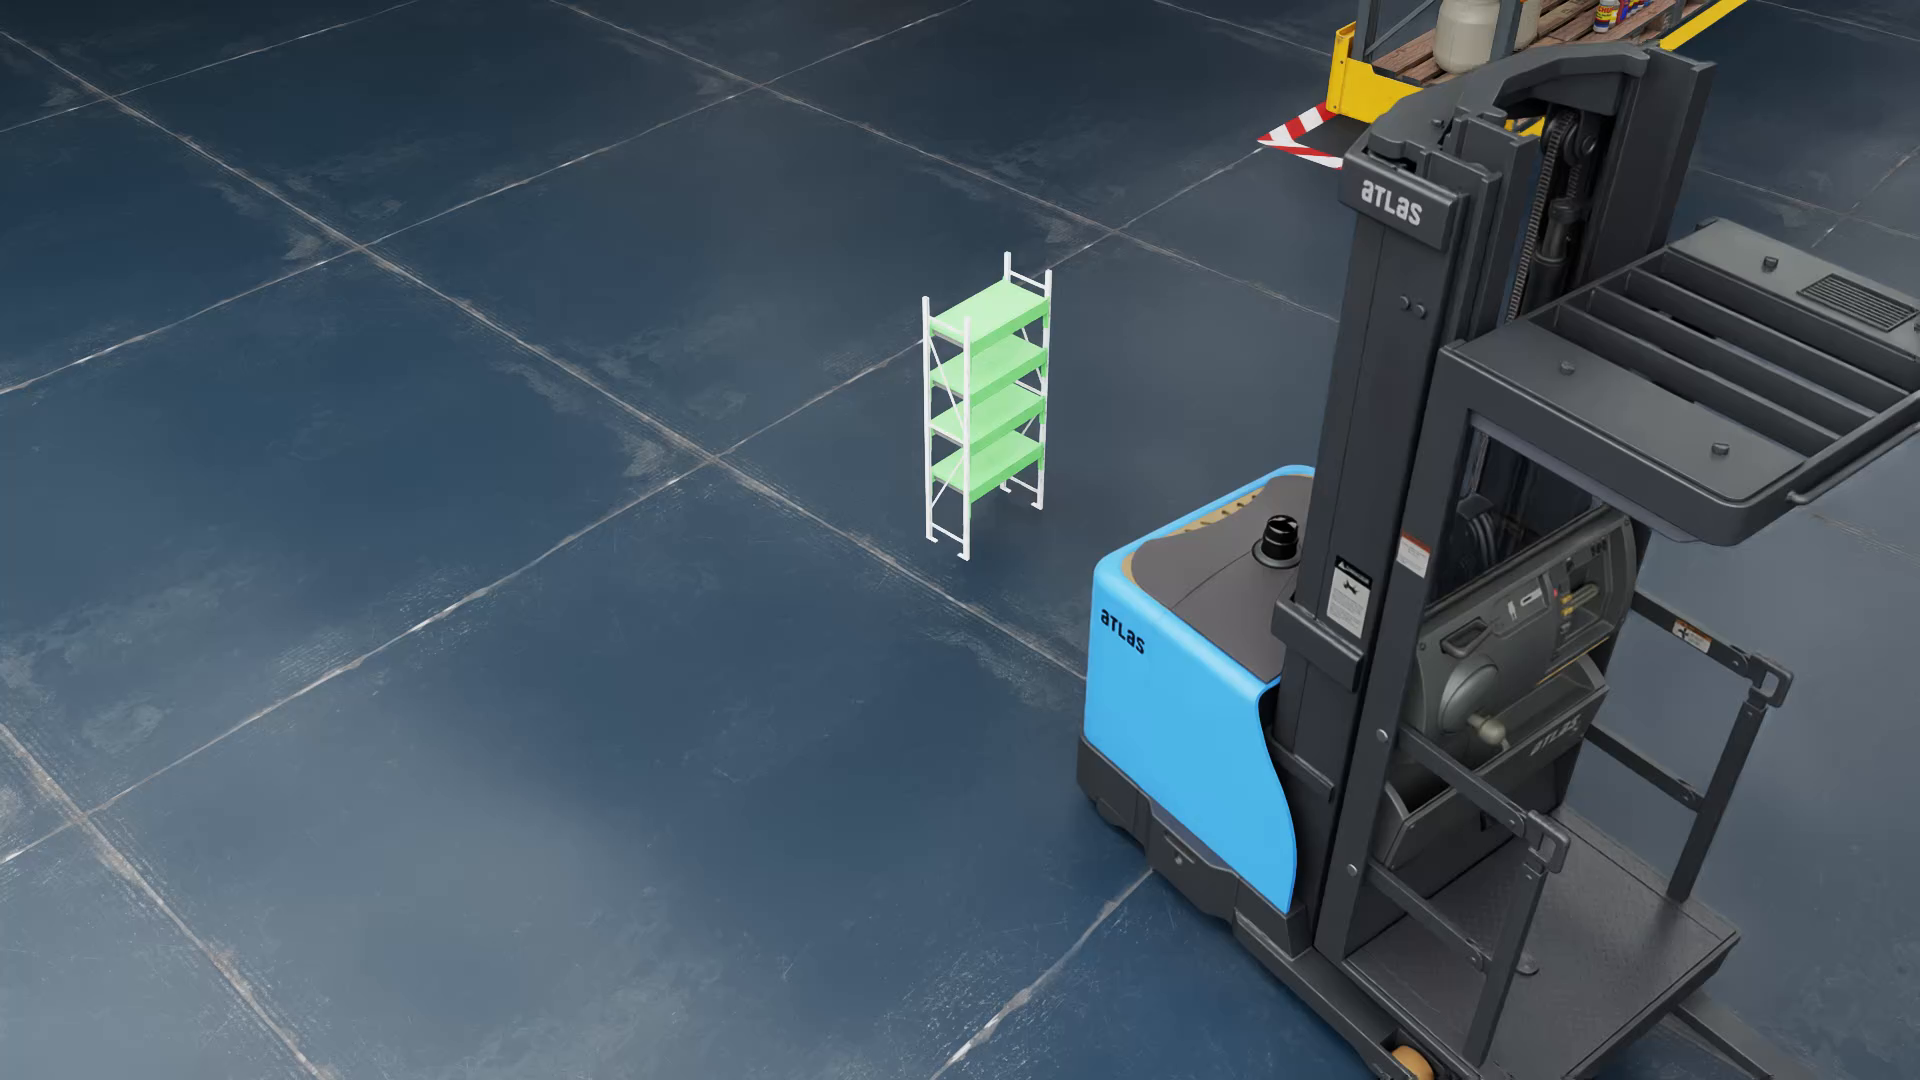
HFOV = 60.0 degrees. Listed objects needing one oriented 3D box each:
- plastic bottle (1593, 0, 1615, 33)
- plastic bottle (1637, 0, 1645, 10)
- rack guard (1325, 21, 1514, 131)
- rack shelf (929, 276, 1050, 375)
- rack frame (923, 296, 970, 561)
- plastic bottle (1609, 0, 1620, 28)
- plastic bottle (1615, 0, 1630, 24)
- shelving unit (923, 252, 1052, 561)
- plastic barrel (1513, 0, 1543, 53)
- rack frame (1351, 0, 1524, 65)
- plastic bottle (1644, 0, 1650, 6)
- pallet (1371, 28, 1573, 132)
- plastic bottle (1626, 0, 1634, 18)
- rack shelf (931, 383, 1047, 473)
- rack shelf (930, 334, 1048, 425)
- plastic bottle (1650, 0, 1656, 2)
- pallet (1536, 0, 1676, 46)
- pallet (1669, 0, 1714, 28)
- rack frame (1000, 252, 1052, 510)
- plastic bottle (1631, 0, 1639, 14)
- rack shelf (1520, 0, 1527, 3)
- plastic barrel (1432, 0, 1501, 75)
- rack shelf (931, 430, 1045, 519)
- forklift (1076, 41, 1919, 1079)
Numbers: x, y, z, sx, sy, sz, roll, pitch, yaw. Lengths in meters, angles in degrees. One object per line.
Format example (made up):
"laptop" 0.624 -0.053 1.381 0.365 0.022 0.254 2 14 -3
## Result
"plastic bottle" 4.323 -3.551 11.144 0.097 0.271 0.097 0 38 0
"plastic bottle" 4.689 -3.772 11.479 0.097 0.201 0.097 0 38 0
"rack guard" 2.887 -2.821 10.396 1.175 0.500 0.348 30 47 32
"rack shelf" 0.112 -0.871 6.713 0.258 0.148 0.480 30 47 32
"rack frame" -0.053 -0.434 6.831 0.240 1.200 0.015 30 47 32
"plastic bottle" 4.393 -3.571 11.226 0.097 0.201 0.097 0 38 0
"plastic bottle" 4.489 -3.652 11.262 0.061 0.283 0.133 30 48 33
"shelving unit" 0.112 -0.546 6.972 0.258 1.200 0.503 30 47 32
"plastic barrel" 3.596 -3.500 10.903 0.421 0.512 0.421 0 38 0
"rack frame" 2.870 -3.744 9.549 1.000 3.000 0.127 30 47 32
"plastic bottle" 4.759 -3.847 11.517 0.097 0.271 0.097 0 38 0
"pallet" 3.439 -3.079 10.952 1.003 0.211 1.213 30 47 32
"plastic bottle" 4.554 -3.708 11.342 0.097 0.271 0.097 0 38 0
"rack shelf" 0.112 -0.496 7.012 0.258 0.148 0.480 30 47 32
"rack shelf" 0.112 -0.684 6.863 0.258 0.148 0.480 30 47 32
"plastic bottle" 4.827 -3.867 11.598 0.097 0.201 0.097 0 38 0
"pallet" 4.262 -3.637 11.654 1.003 0.211 1.213 30 47 32
"pallet" 5.085 -4.200 12.362 1.003 0.211 1.213 30 47 32
"rack frame" 0.276 -0.658 7.113 0.240 1.200 0.015 30 47 32
"plastic bottle" 4.622 -3.754 11.400 0.097 0.271 0.097 0 38 0
"rack shelf" 4.219 -4.382 10.928 1.077 0.370 4.000 30 47 32
"plastic barrel" 3.258 -3.270 10.613 0.421 0.512 0.421 0 38 0
"rack shelf" 0.112 -0.308 7.161 0.258 0.148 0.480 30 47 32
"forklift" 1.711 0.314 4.500 1.130 2.935 3.031 -25 45 -28
